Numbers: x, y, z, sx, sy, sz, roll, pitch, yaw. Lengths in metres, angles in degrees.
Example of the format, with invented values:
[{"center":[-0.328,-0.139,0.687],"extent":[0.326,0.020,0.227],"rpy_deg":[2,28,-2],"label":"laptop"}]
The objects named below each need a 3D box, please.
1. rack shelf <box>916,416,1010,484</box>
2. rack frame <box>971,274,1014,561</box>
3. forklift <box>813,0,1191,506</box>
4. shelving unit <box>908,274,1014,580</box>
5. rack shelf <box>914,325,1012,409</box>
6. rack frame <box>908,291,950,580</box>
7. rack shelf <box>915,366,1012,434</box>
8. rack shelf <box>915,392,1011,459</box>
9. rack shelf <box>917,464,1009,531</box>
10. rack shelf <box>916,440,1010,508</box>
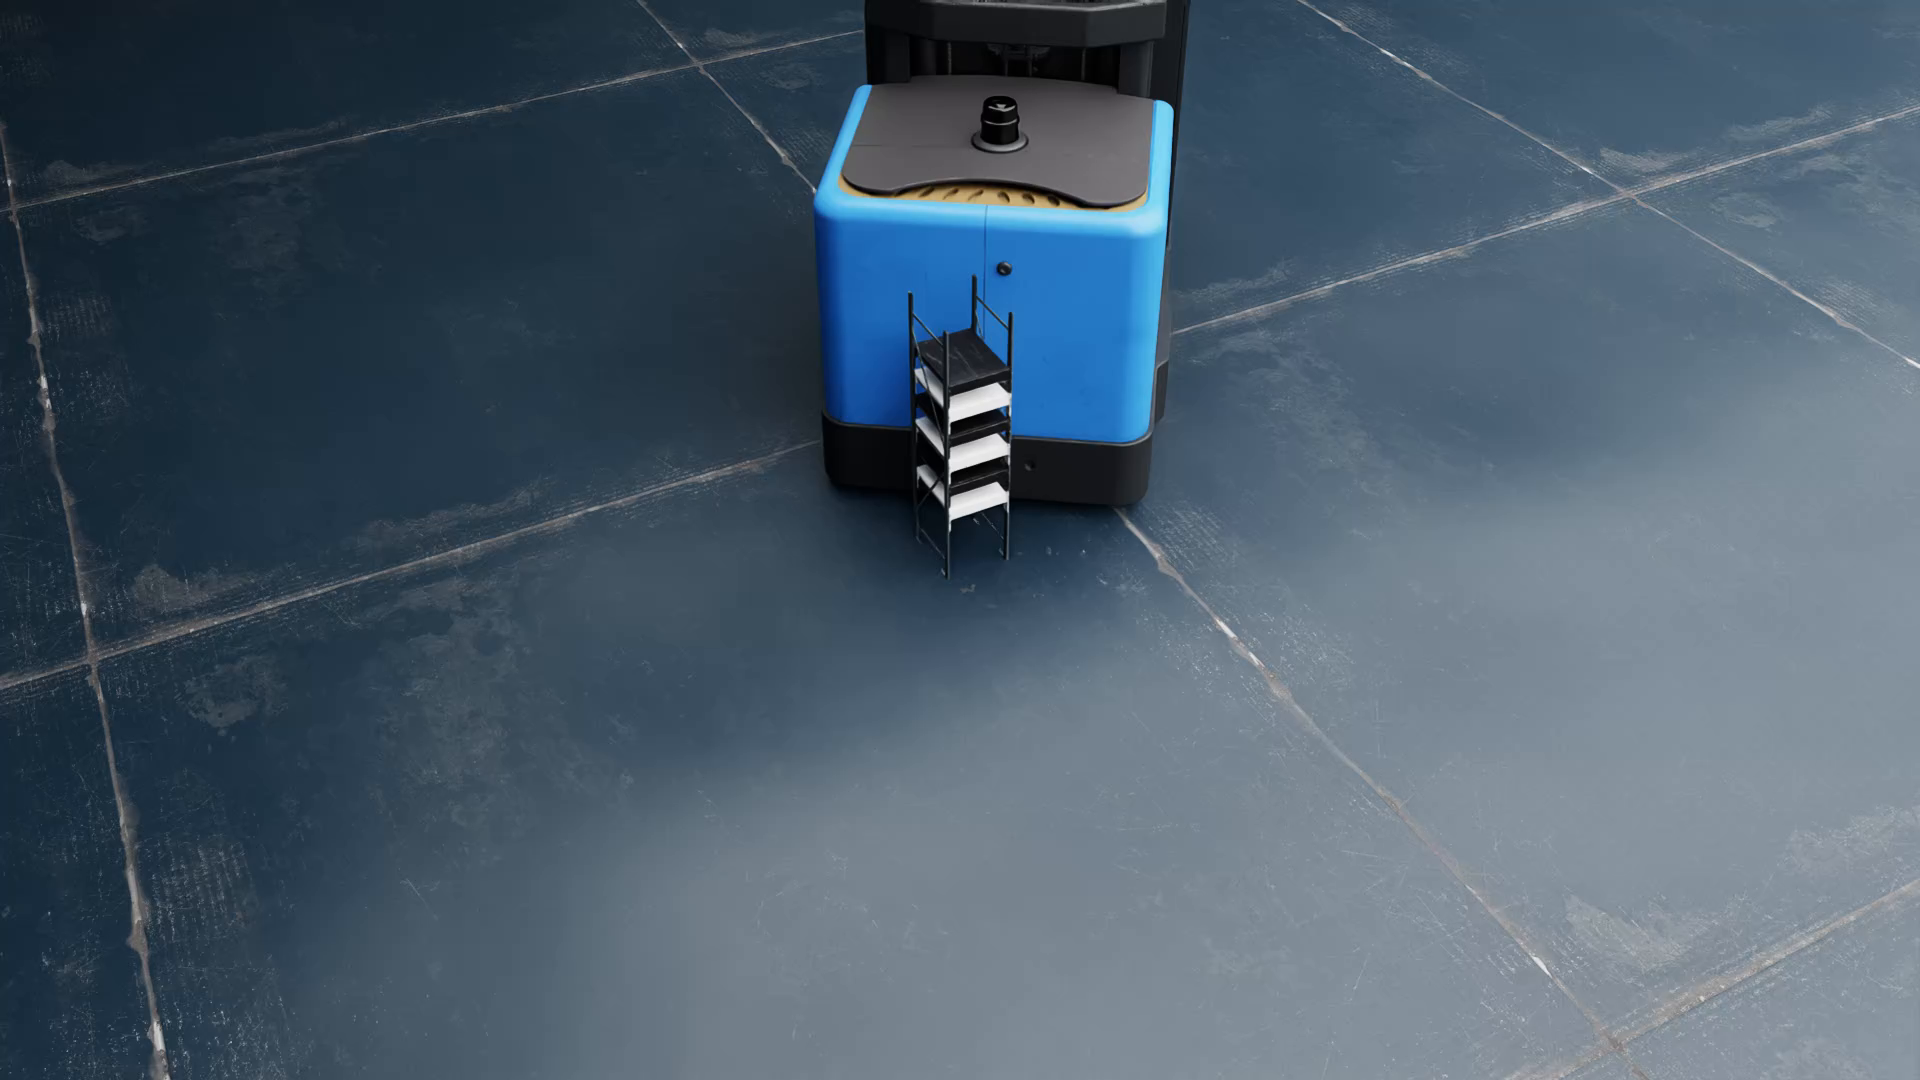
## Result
[{"center":[0.001,-0.293,4.951],"extent":[0.200,0.077,0.258],"rpy_deg":[-18,44,-20],"label":"rack shelf"},{"center":[0.092,-0.349,4.965],"extent":[0.006,0.900,0.240],"rpy_deg":[-18,44,-20],"label":"rack frame"},{"center":[0.253,-2.176,5.552],"extent":[1.130,2.935,3.031],"rpy_deg":[5,40,5],"label":"forklift"},{"center":[0.001,-0.319,4.930],"extent":[0.210,0.900,0.258],"rpy_deg":[-18,44,-20],"label":"shelving unit"},{"center":[0.001,-0.499,4.777],"extent":[0.200,0.077,0.258],"rpy_deg":[-18,44,-20],"label":"rack shelf"},{"center":[-0.089,-0.289,4.894],"extent":[0.006,0.900,0.240],"rpy_deg":[-18,44,-20],"label":"rack frame"},{"center":[0.001,-0.431,4.835],"extent":[0.200,0.077,0.258],"rpy_deg":[-18,44,-20],"label":"rack shelf"},{"center":[0.001,-0.362,4.893],"extent":[0.200,0.077,0.258],"rpy_deg":[-18,44,-20],"label":"rack shelf"},{"center":[0.001,-0.156,5.068],"extent":[0.200,0.077,0.258],"rpy_deg":[-18,44,-20],"label":"rack shelf"},{"center":[0.001,-0.224,5.010],"extent":[0.200,0.077,0.258],"rpy_deg":[-18,44,-20],"label":"rack shelf"}]
